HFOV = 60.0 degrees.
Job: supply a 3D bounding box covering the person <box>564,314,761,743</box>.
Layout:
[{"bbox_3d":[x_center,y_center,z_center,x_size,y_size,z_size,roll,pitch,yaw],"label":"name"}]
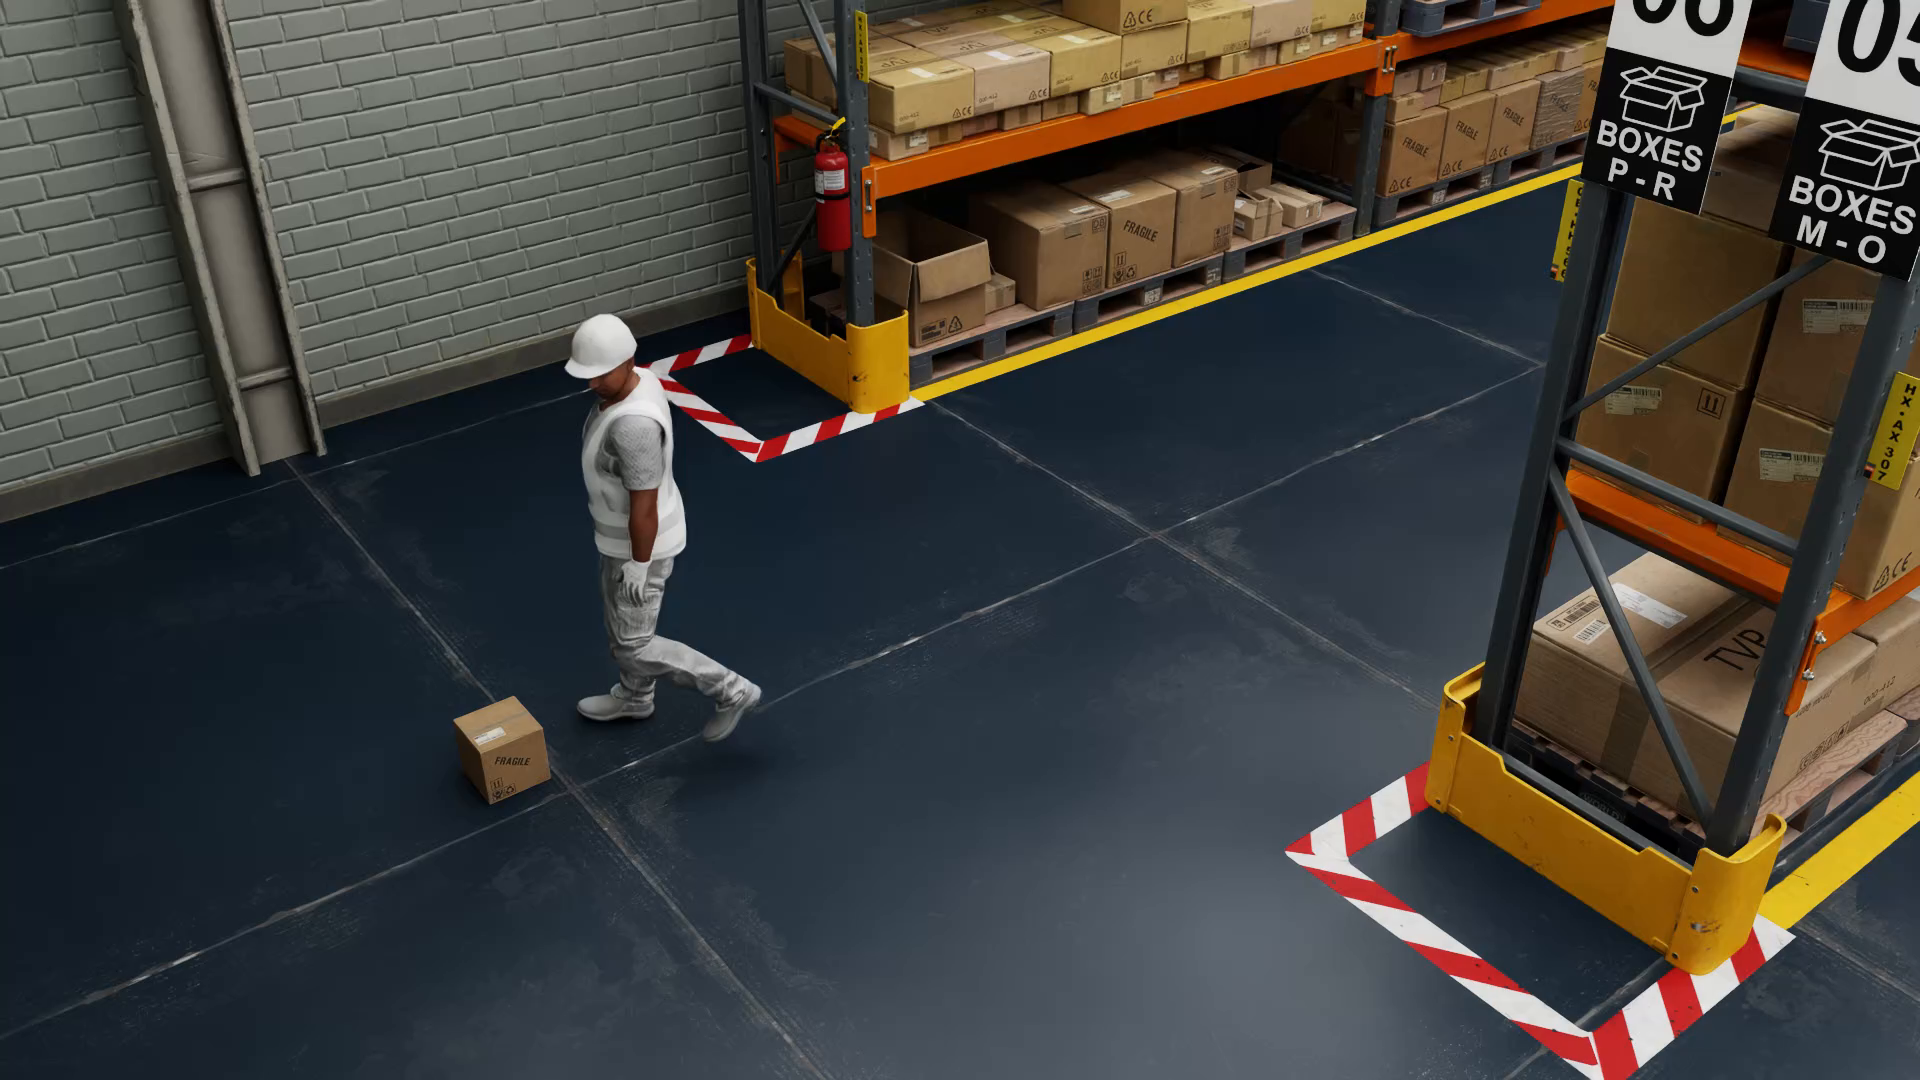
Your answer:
[{"bbox_3d":[-1.150,-0.021,6.136,0.737,1.770,0.600,-4,32,-7],"label":"person"}]
